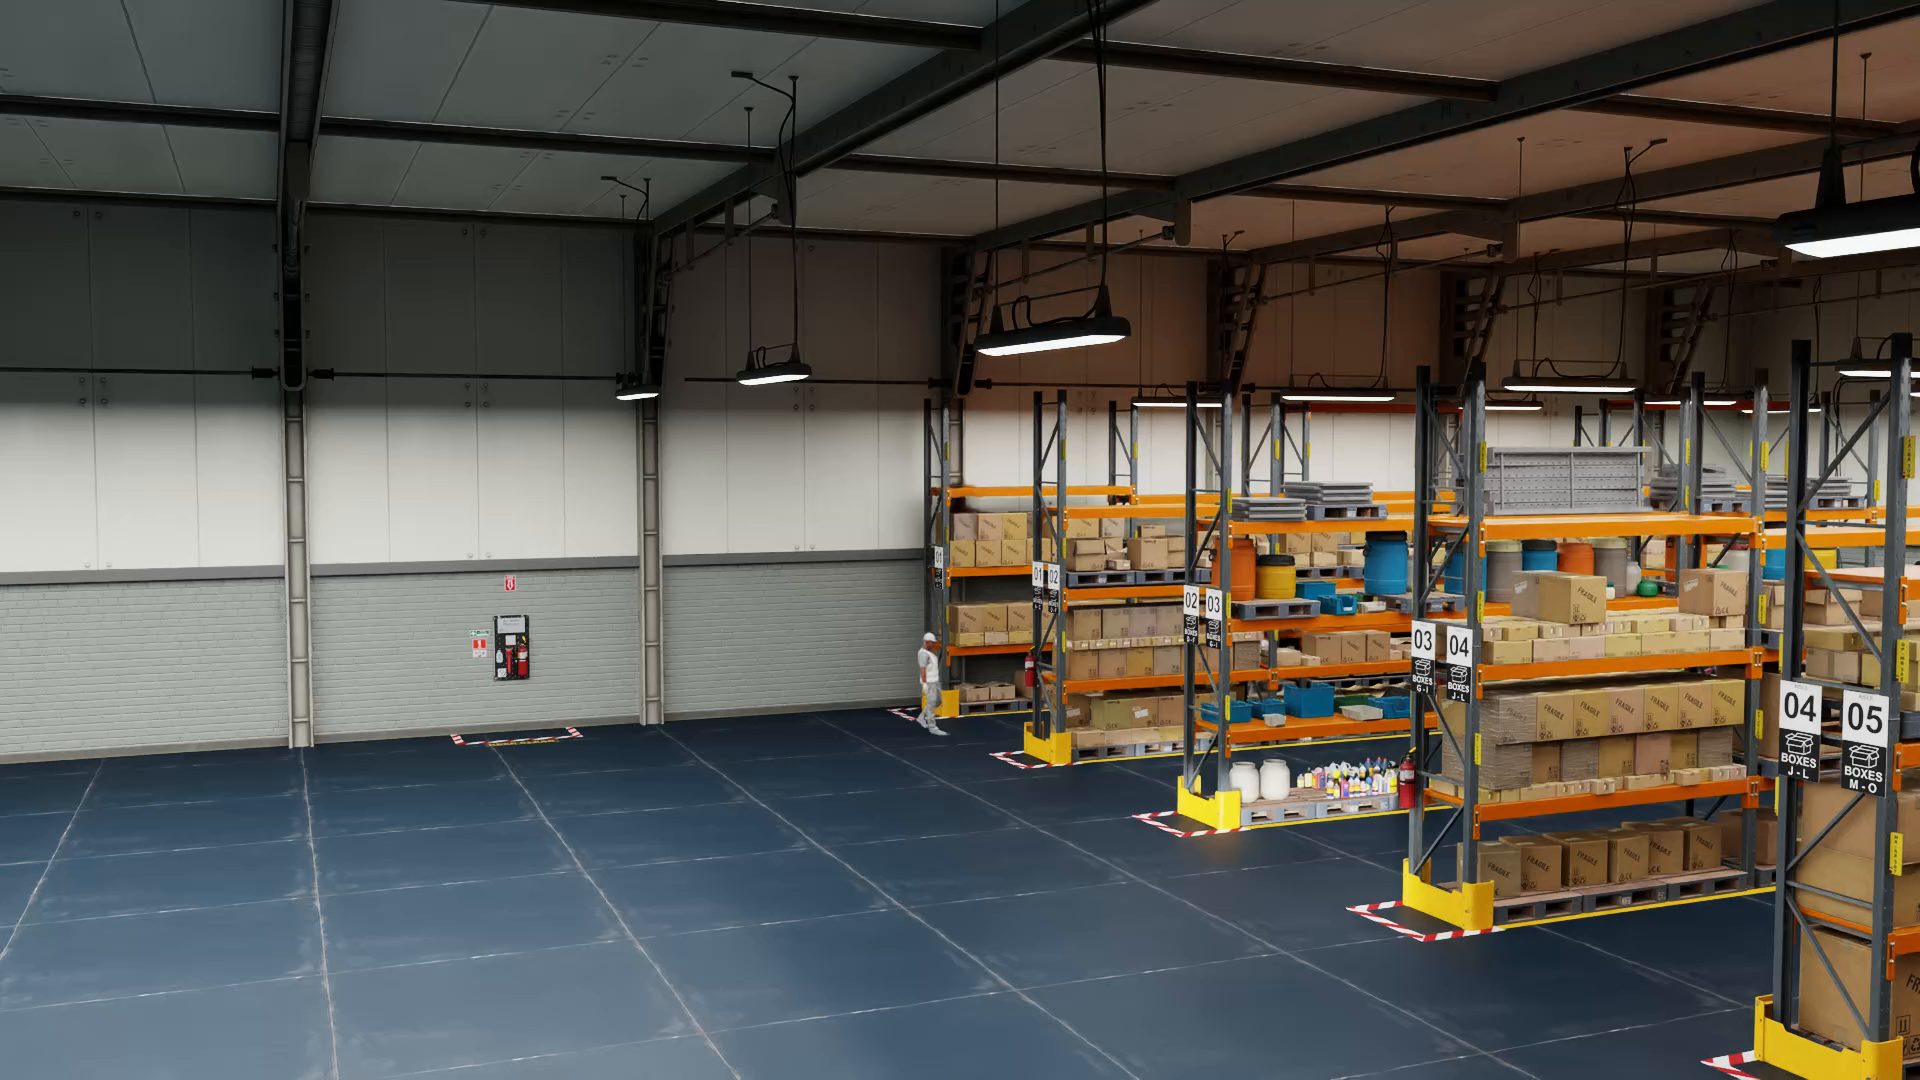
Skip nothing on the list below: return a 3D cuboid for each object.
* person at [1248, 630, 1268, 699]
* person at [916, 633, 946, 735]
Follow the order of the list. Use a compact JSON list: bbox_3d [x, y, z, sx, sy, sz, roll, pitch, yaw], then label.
[{"bbox_3d":[5.729,2.435,32.215,1.022,1.636,0.574,-2,4,-31],"label":"person"},{"bbox_3d":[-0.512,2.550,29.576,0.603,1.782,0.610,0,3,8],"label":"person"}]
